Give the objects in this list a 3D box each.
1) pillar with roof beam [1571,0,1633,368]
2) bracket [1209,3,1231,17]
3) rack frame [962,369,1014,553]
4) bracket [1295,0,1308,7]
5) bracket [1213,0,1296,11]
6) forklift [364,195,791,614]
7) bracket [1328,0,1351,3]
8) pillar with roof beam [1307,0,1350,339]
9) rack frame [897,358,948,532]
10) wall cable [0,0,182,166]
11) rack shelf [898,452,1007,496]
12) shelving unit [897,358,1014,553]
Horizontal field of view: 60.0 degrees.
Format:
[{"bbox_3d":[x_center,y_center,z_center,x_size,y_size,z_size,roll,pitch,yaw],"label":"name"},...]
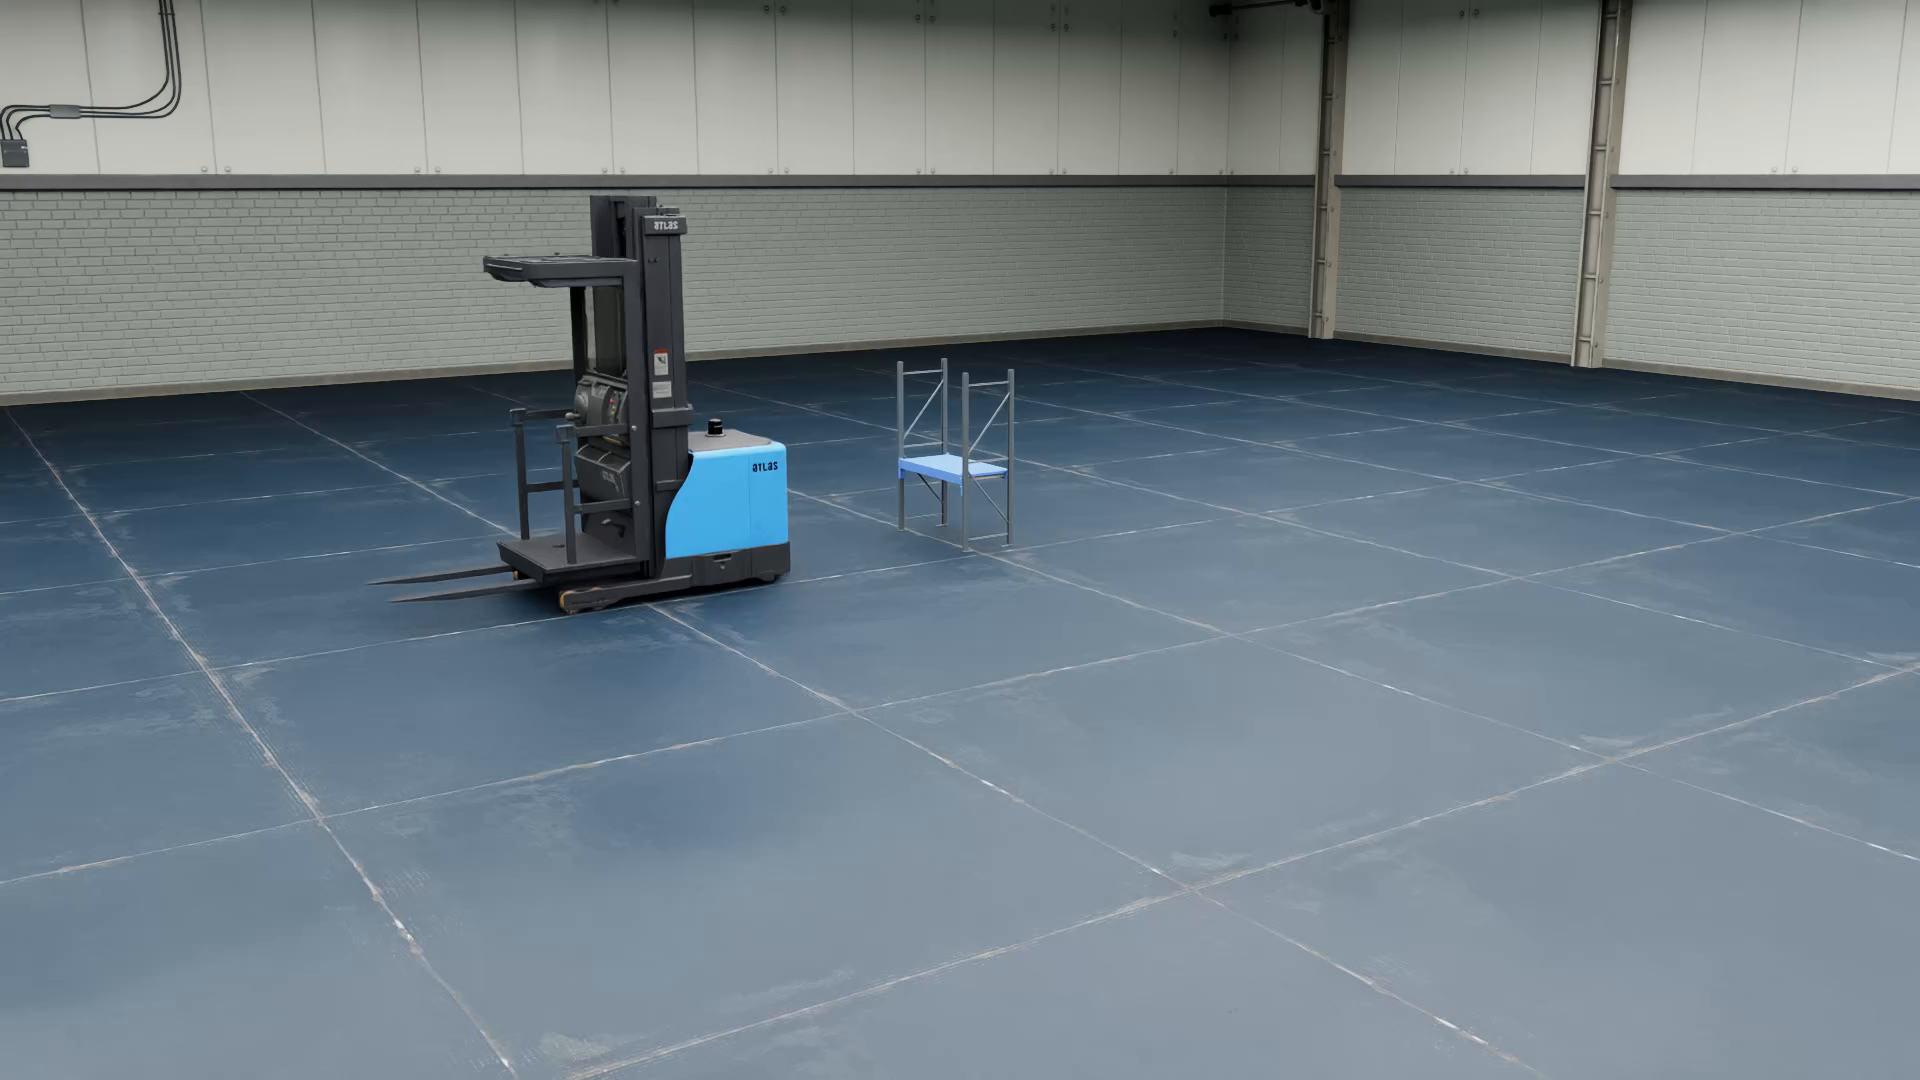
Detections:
[{"bbox_3d":[6.763,-6.751,24.167,9.100,9.000,0.400,-8,15,-33],"label":"pillar with roof beam"},{"bbox_3d":[5.184,-10.539,33.065,0.235,0.232,0.430,-8,15,-33],"label":"bracket"},{"bbox_3d":[0.234,-0.657,13.857,0.500,1.500,0.032,-8,15,-33],"label":"rack frame"},{"bbox_3d":[6.497,-10.118,31.138,0.235,0.232,0.430,-8,15,-33],"label":"bracket"},{"bbox_3d":[5.512,-10.434,32.585,0.076,0.066,3.189,-8,15,-33],"label":"bracket"},{"bbox_3d":[-2.828,-1.030,12.210,3.031,2.935,1.130,-8,15,-33],"label":"forklift"},{"bbox_3d":[6.957,-9.970,30.463,0.235,0.232,0.430,-8,15,-33],"label":"bracket"},{"bbox_3d":[3.439,-7.818,29.047,9.100,9.000,0.548,-8,15,-33],"label":"pillar with roof beam"},{"bbox_3d":[-0.329,-0.838,14.684,0.500,1.500,0.032,-8,15,-33],"label":"rack frame"},{"bbox_3d":[-11.820,-8.062,22.201,2.305,6.003,0.169,-8,15,-33],"label":"wall cable"},{"bbox_3d":[-0.047,-0.572,14.309,0.538,0.185,1.000,-8,15,-33],"label":"rack shelf"},{"bbox_3d":[-0.047,-0.748,14.271,0.538,1.500,1.048,-8,15,-33],"label":"shelving unit"}]
